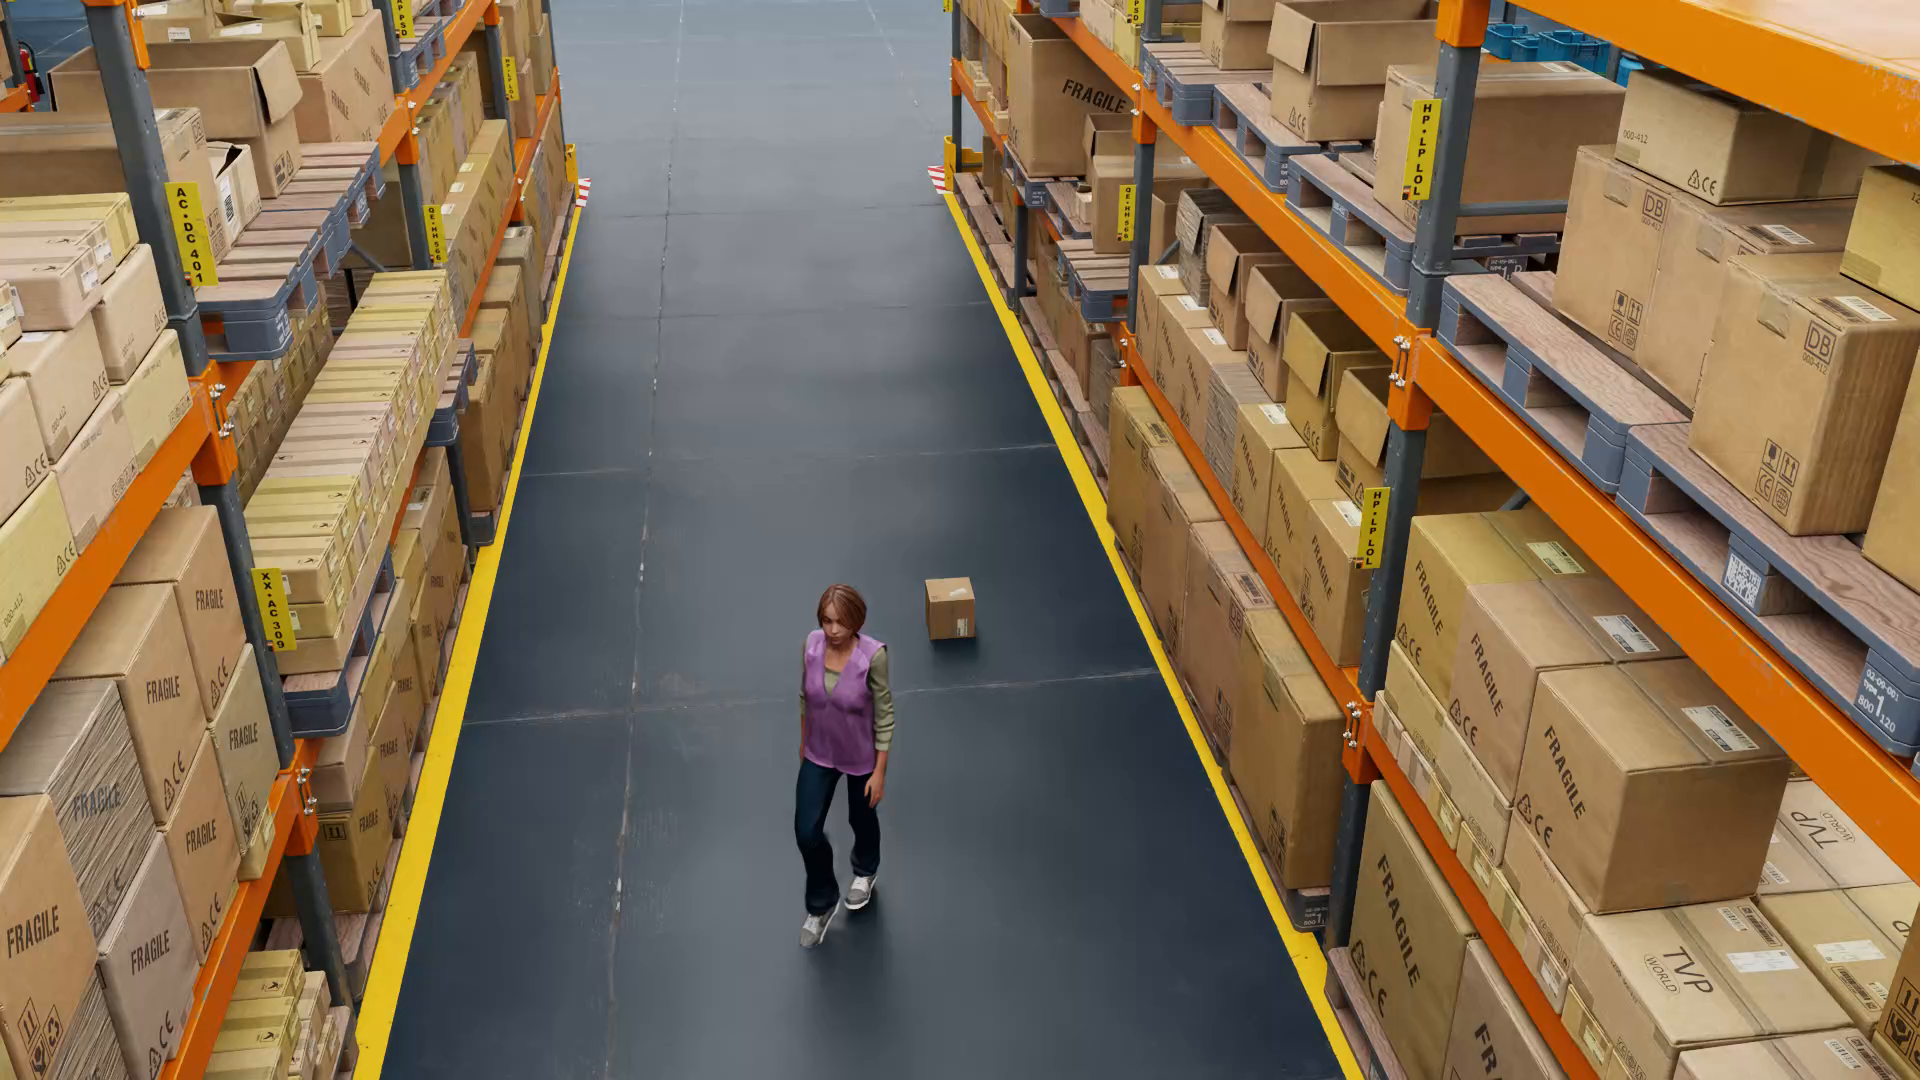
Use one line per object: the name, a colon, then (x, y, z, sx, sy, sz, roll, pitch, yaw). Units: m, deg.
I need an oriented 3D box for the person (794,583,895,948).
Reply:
person: (-0.474, 0.925, 6.866, 0.454, 1.648, 0.519, 7, 28, 13)
